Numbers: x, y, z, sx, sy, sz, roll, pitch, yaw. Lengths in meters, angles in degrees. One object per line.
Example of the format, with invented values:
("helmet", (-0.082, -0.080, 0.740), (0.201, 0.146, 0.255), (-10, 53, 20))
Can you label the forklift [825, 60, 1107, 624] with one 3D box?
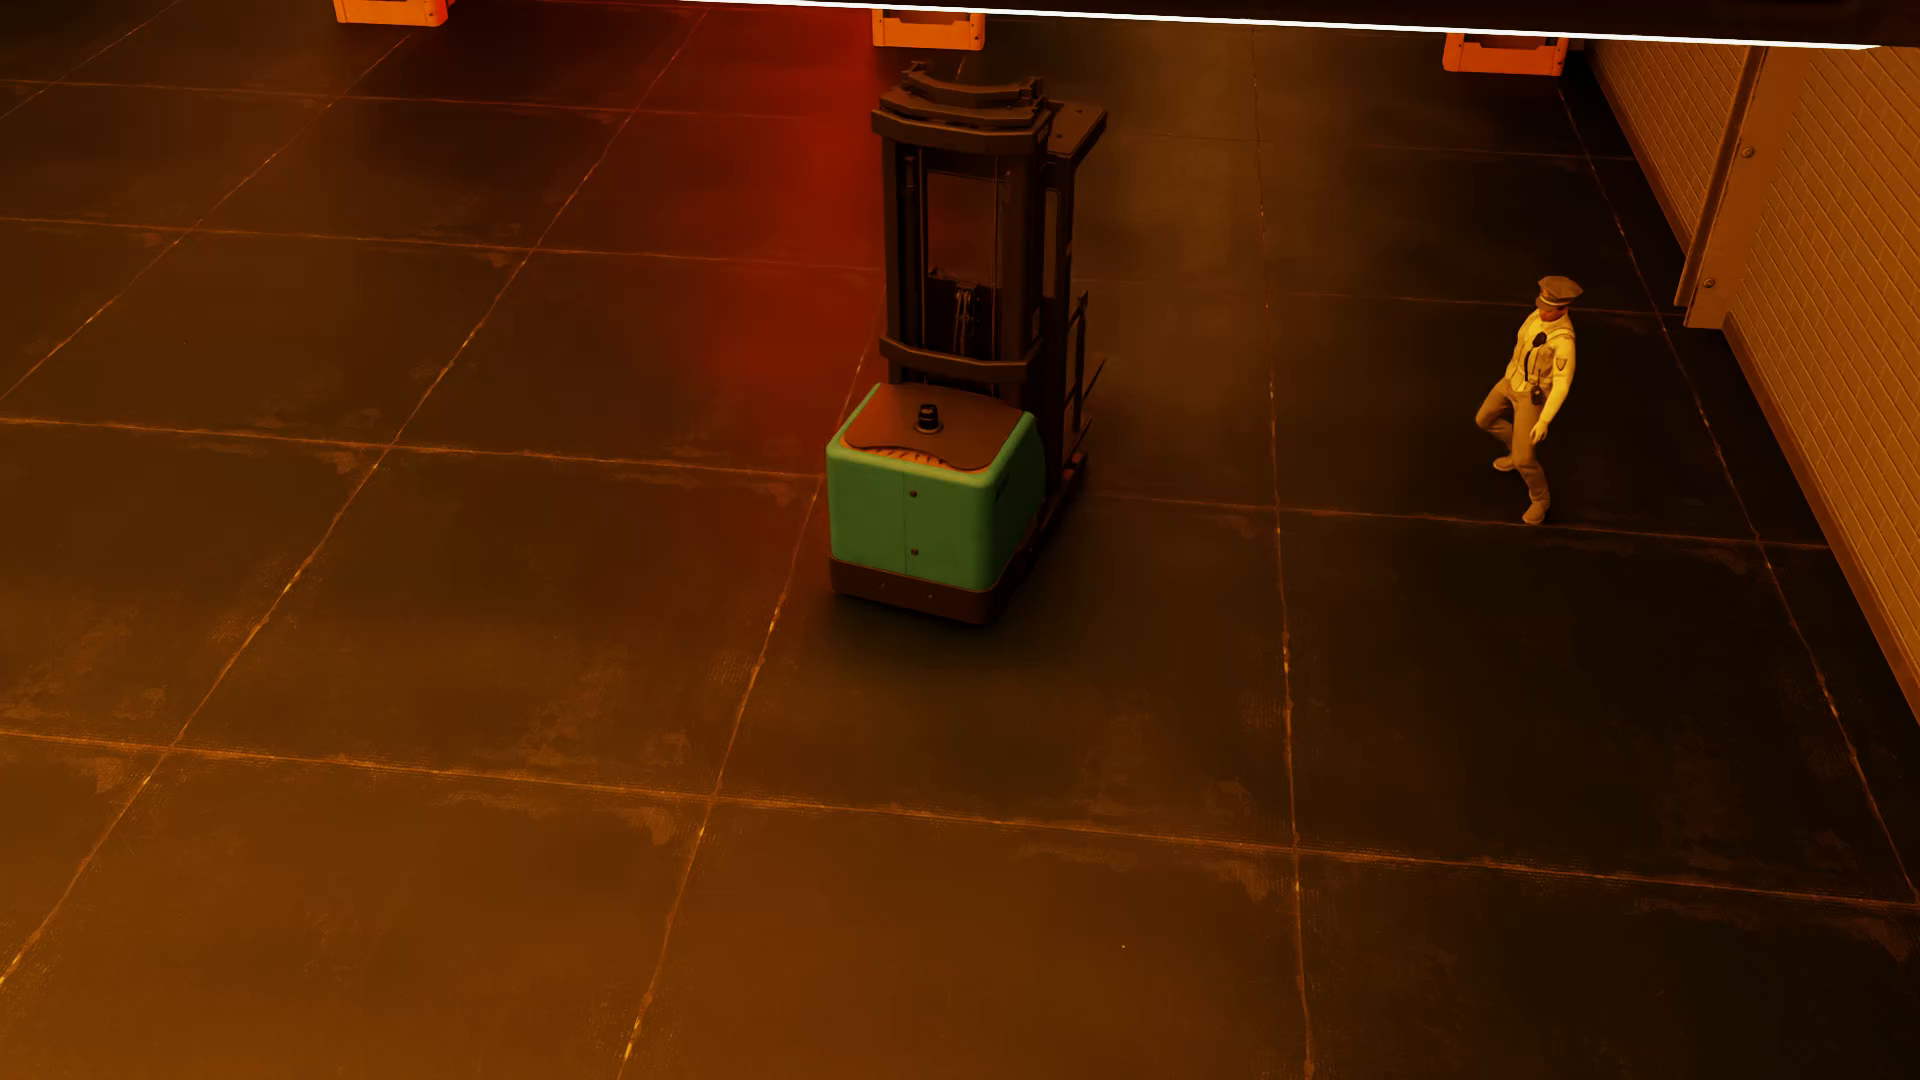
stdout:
("forklift", (0.204, -1.561, 10.148), (1.130, 2.935, 3.031), (12, 38, 16))

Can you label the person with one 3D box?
("person", (3.593, -0.962, 10.489), (0.439, 1.583, 0.820), (-2, 36, -3))
